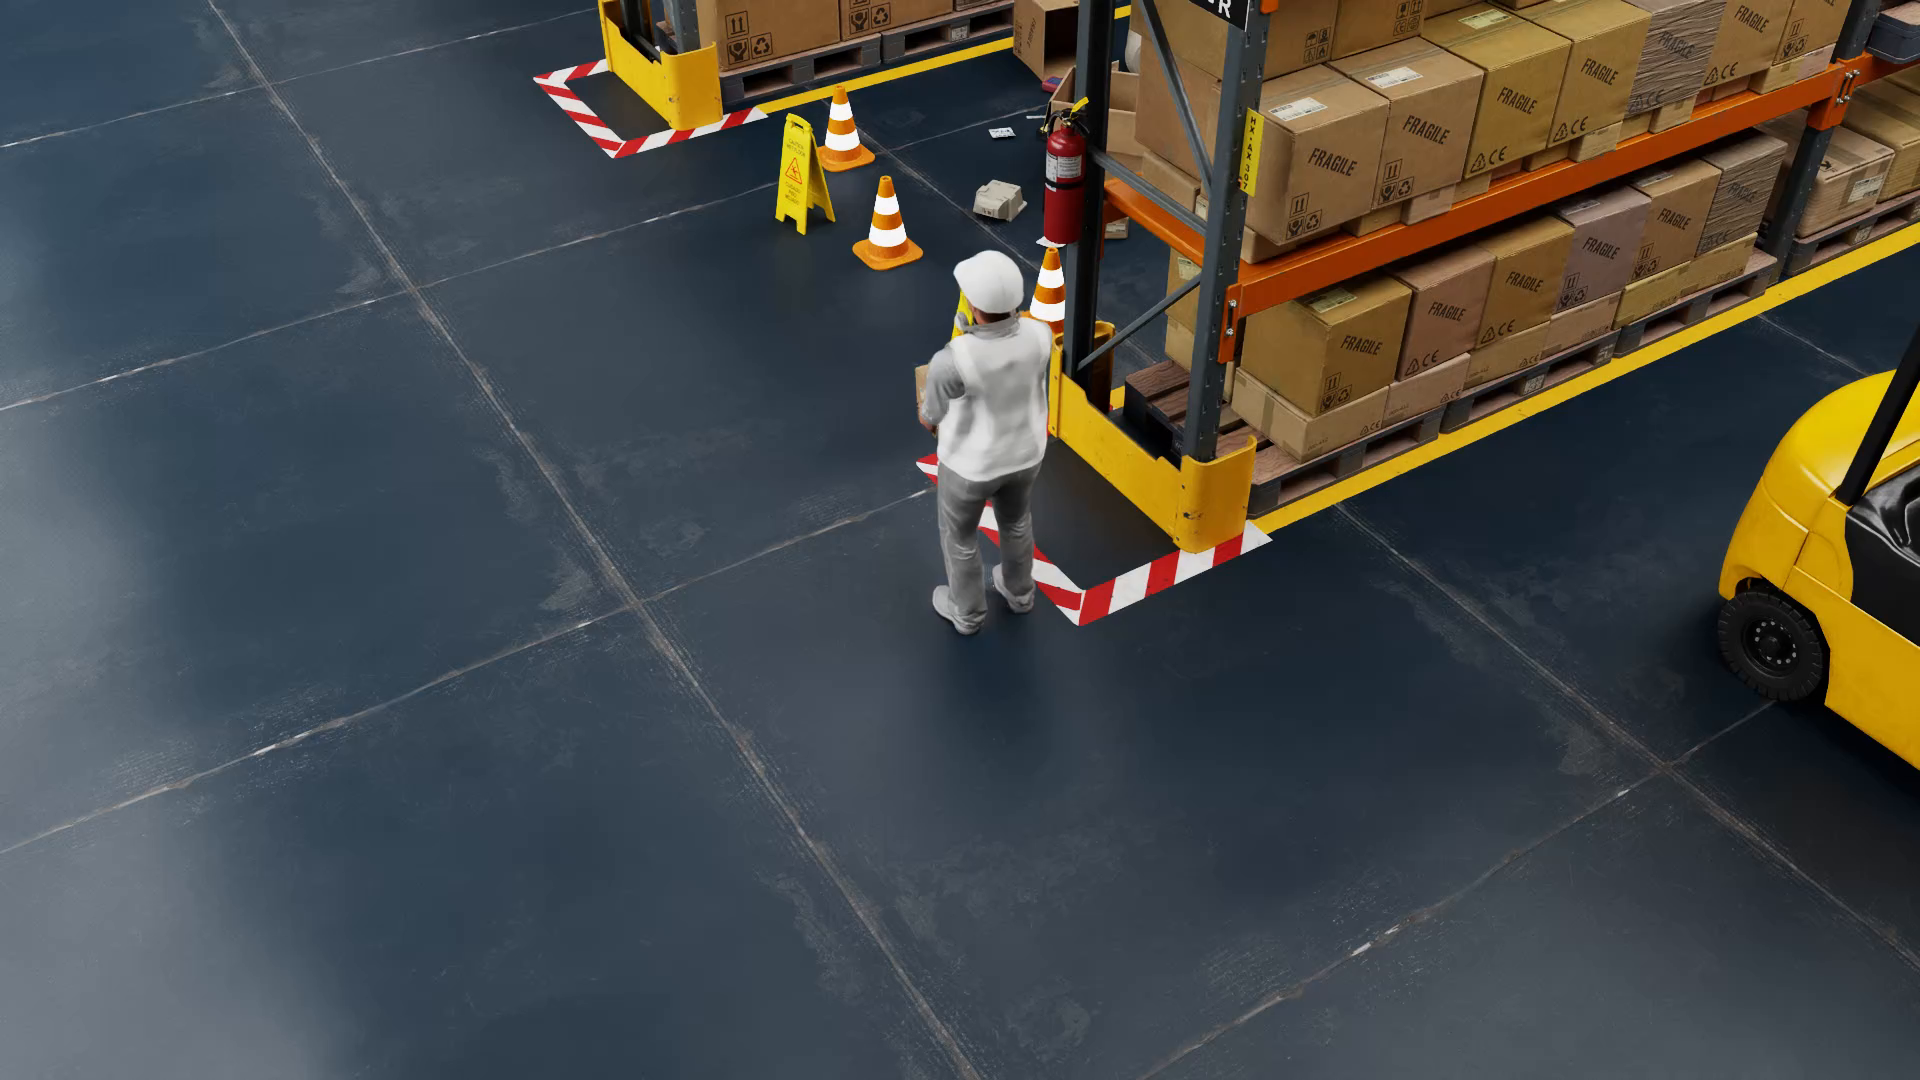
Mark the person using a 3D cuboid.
[{"bbox_3d":[0.078,-0.403,6.604,0.528,1.778,0.529,-19,44,-21],"label":"person"}]
